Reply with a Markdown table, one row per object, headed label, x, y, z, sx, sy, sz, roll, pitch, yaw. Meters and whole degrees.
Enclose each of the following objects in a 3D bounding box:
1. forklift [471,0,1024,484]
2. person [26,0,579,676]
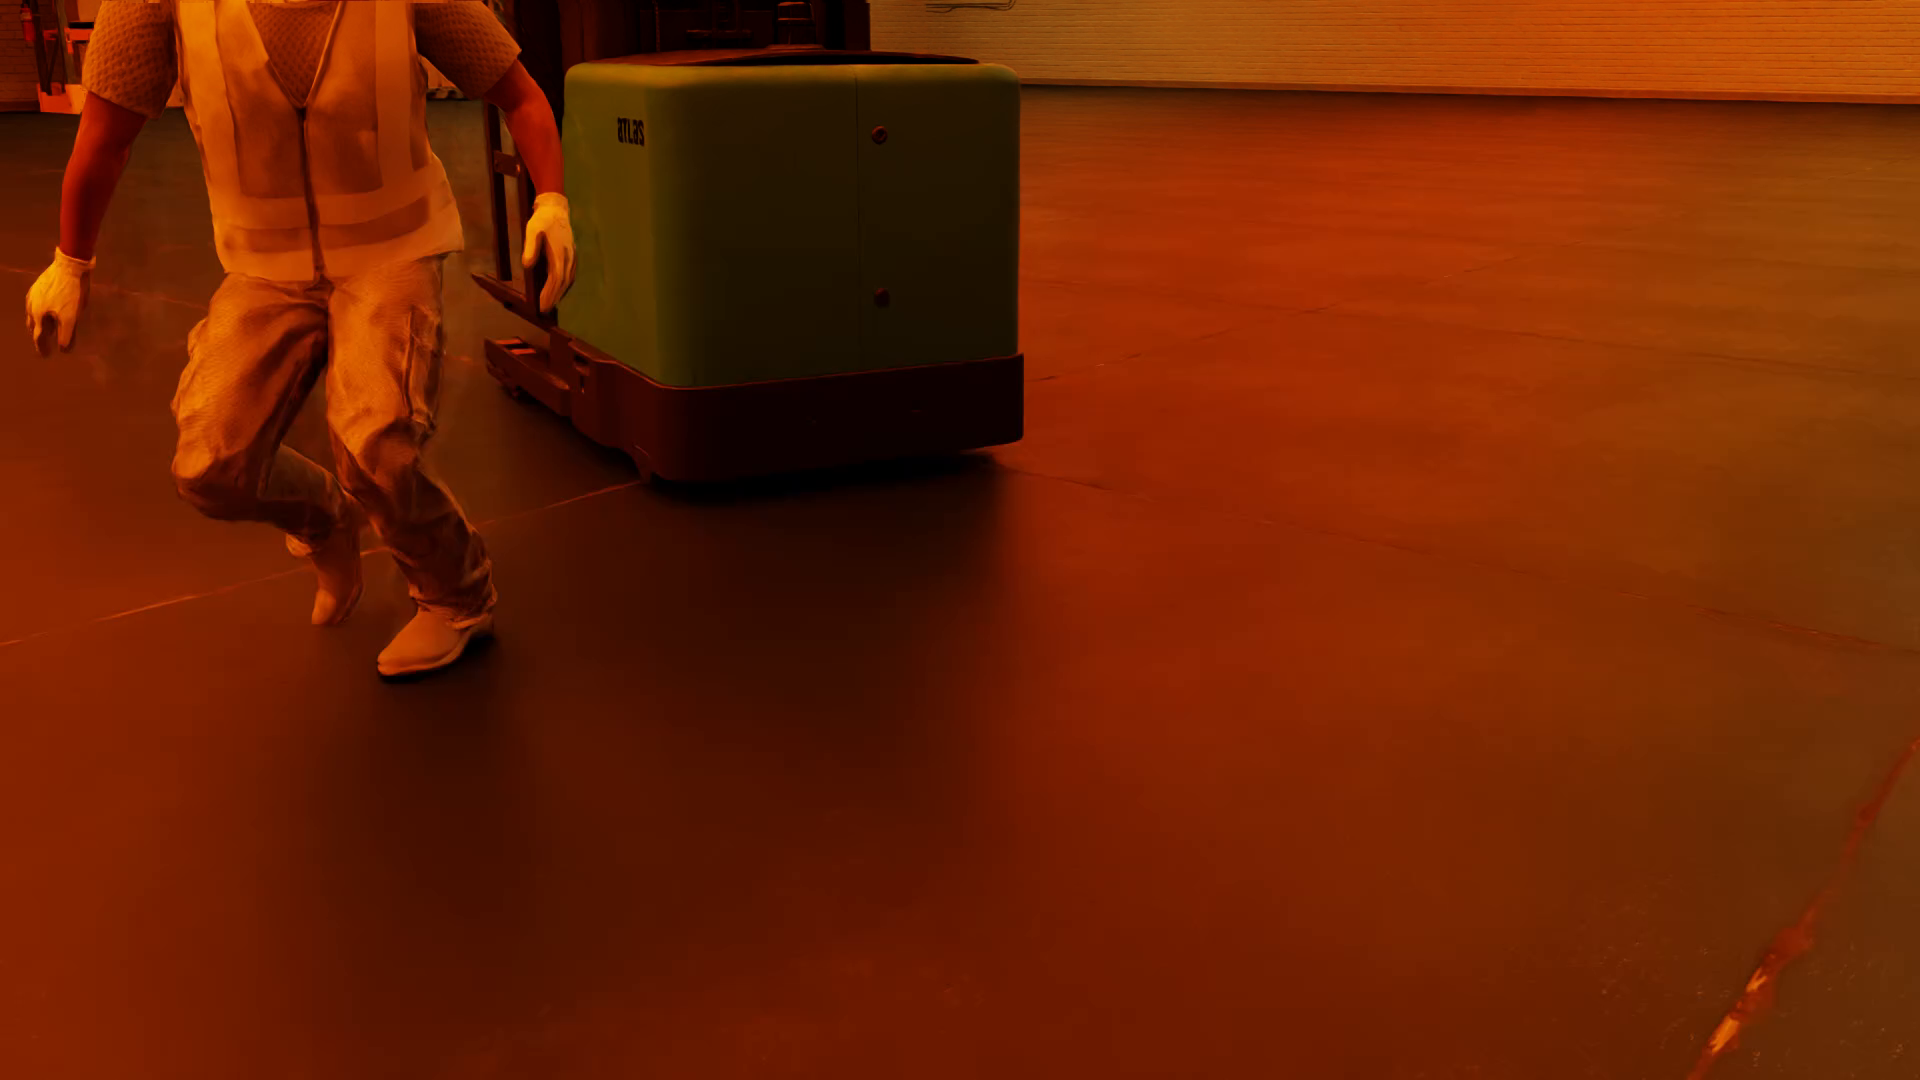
| label | x | y | z | sx | sy | sz | roll | pitch | yaw |
| --- | --- | --- | --- | --- | --- | --- | --- | --- | --- |
| forklift | -0.962 | -1.926 | 5.241 | 1.130 | 2.935 | 3.031 | -9 | 19 | -27 |
| person | -1.171 | -0.523 | 3.010 | 0.959 | 1.593 | 0.586 | -2 | 17 | -6 |
